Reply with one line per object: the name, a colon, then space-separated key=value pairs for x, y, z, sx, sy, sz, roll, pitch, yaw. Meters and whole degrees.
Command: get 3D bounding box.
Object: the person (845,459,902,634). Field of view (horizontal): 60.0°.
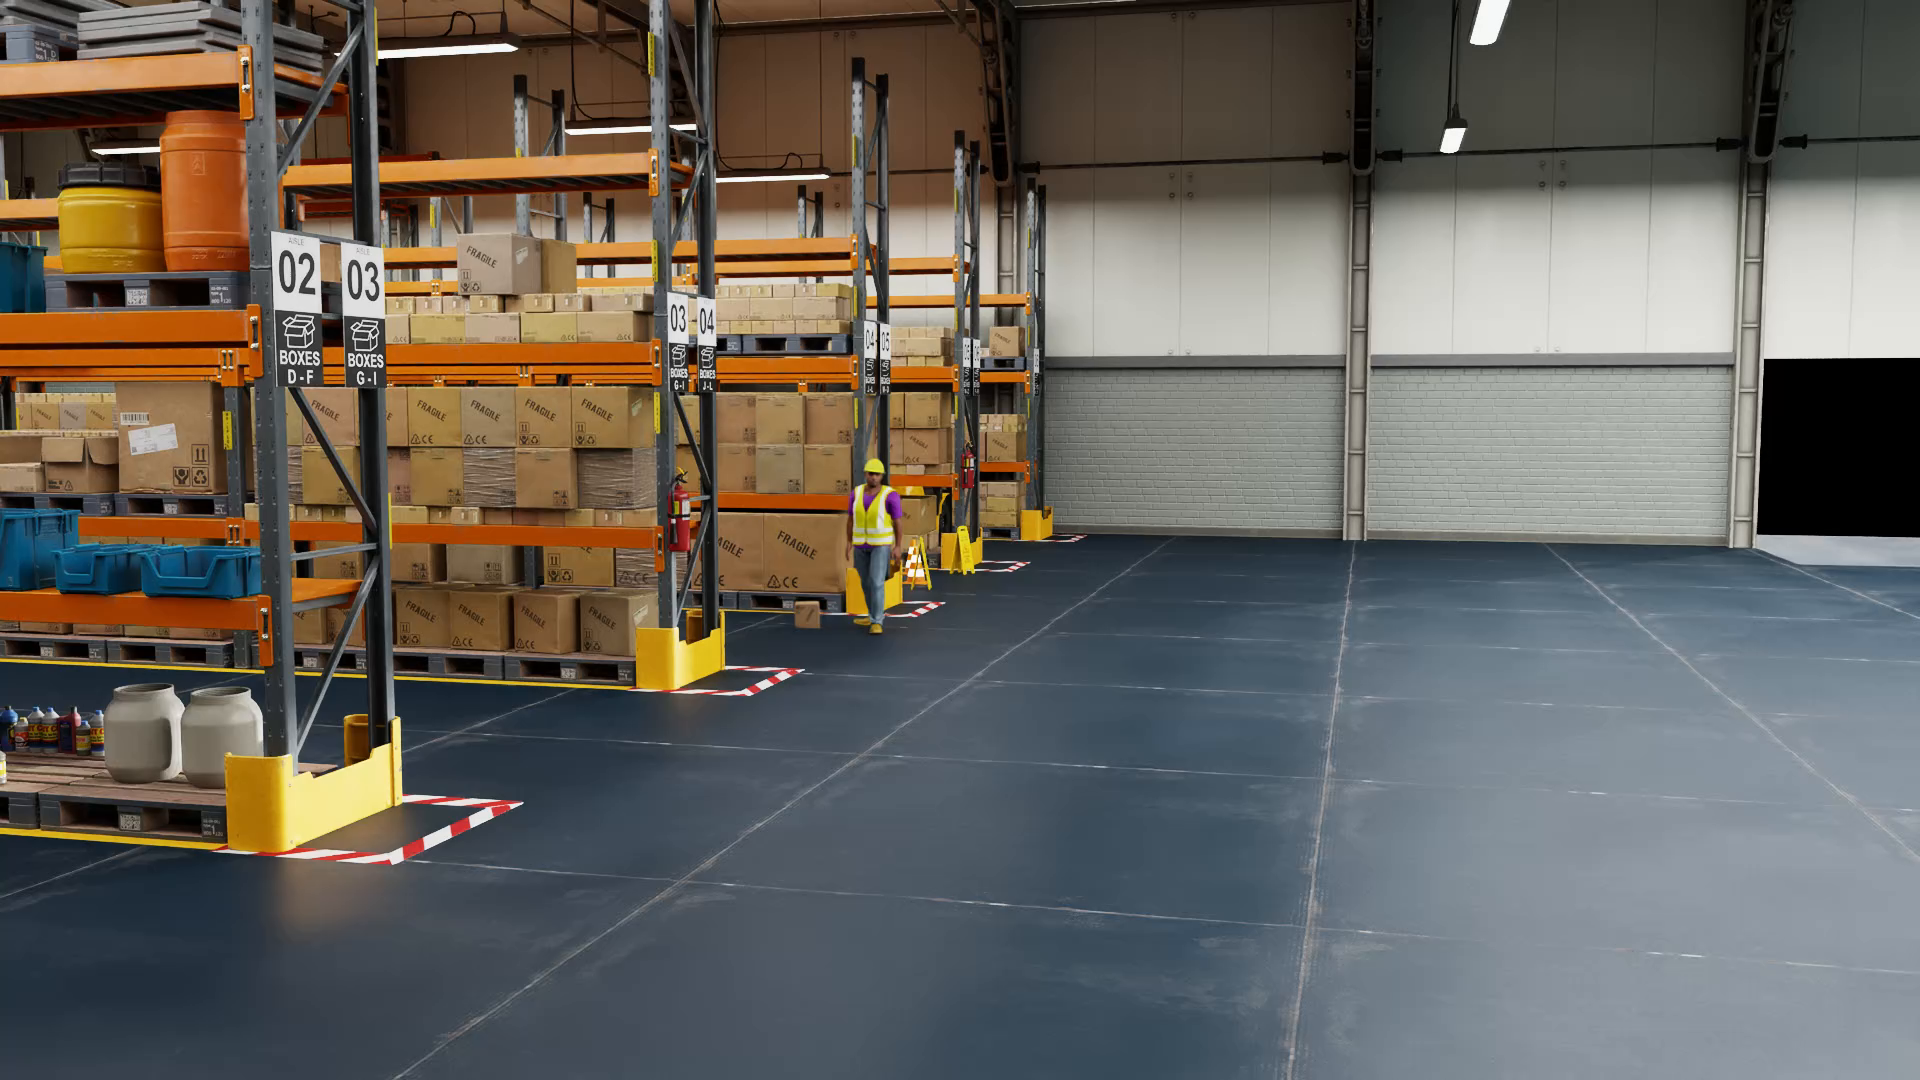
person: x=-0.862 y=0.055 z=16.798 sx=0.602 sy=1.752 sz=0.560 roll=2 pitch=5 yaw=23
